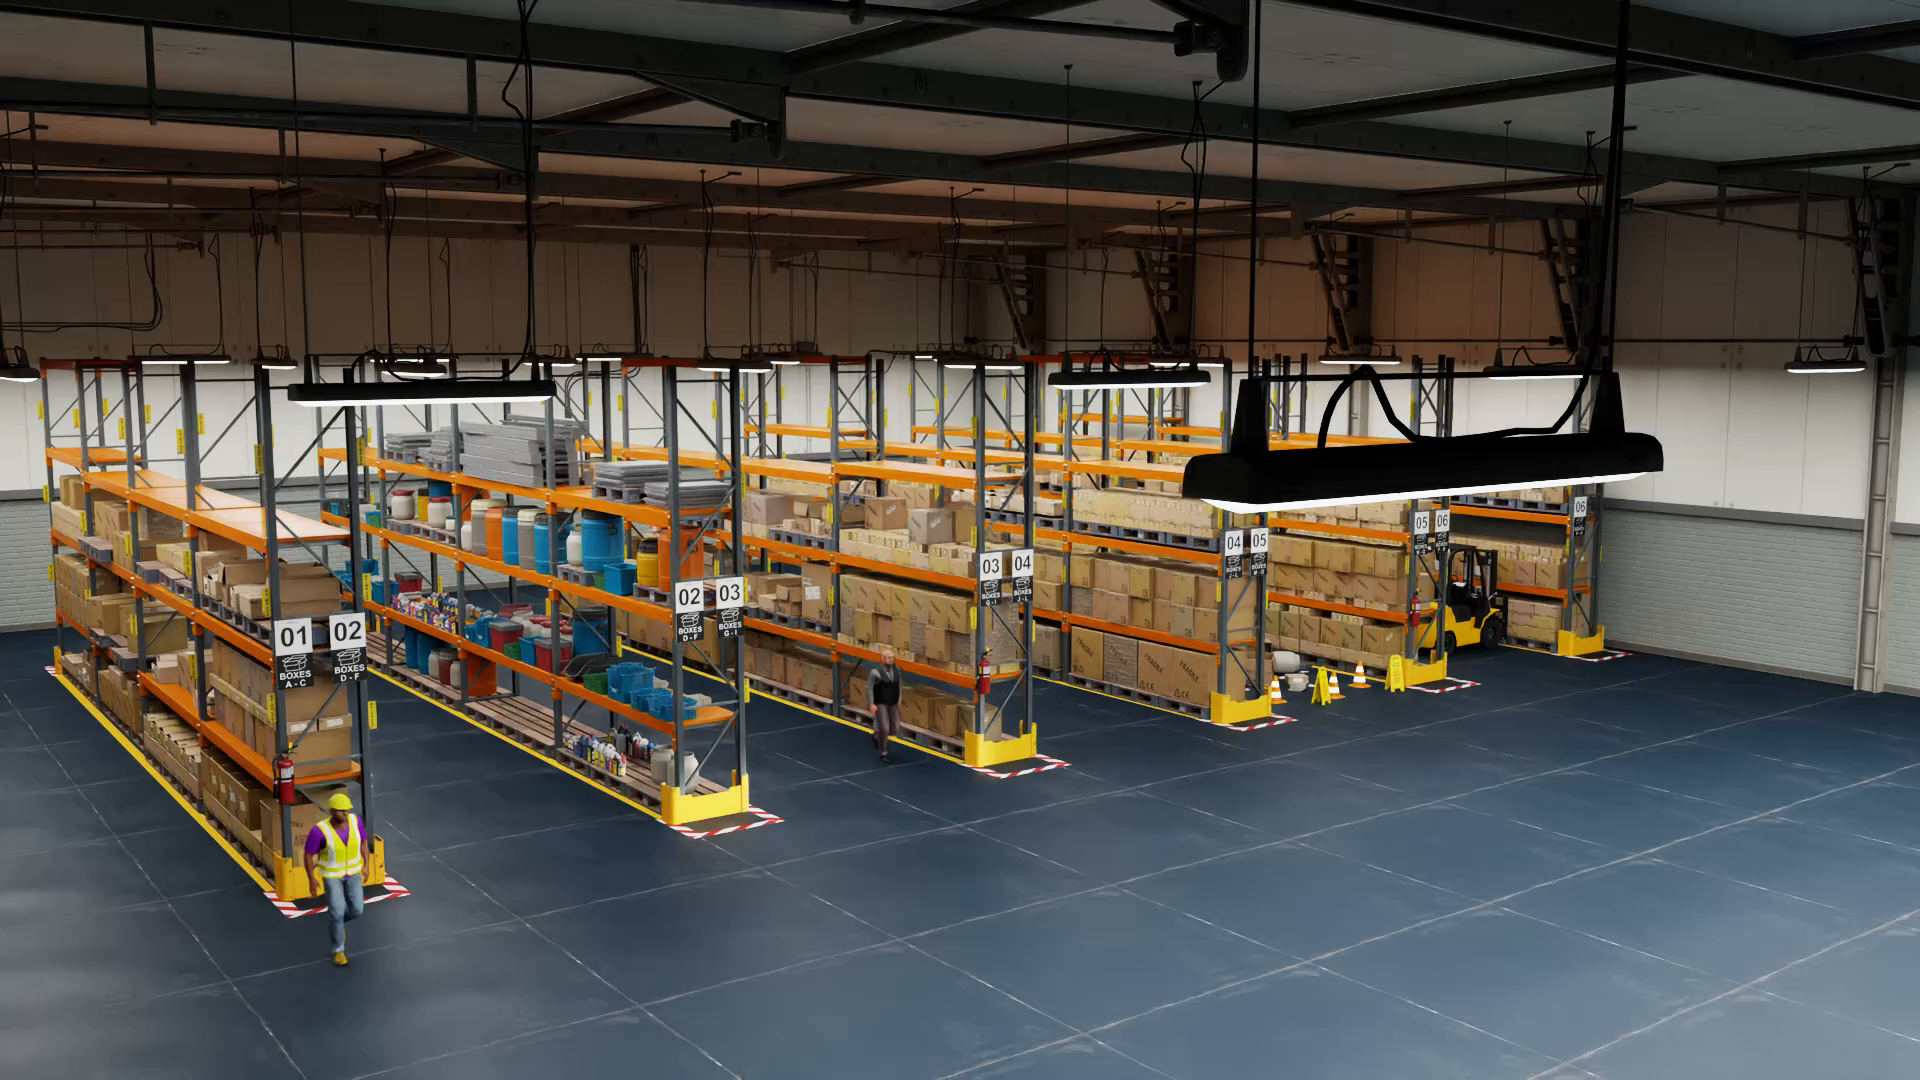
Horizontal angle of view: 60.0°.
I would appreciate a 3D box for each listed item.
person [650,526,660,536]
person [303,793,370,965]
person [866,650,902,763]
[{"bbox_3d":[-7.816,0.383,42.720,0.427,1.634,0.920,3,8,26],"label":"person"},{"bbox_3d":[-6.416,3.429,17.094,0.657,1.744,0.659,7,10,44],"label":"person"},{"bbox_3d":[-1.181,2.479,25.176,0.622,1.705,0.636,-6,9,-40],"label":"person"}]
